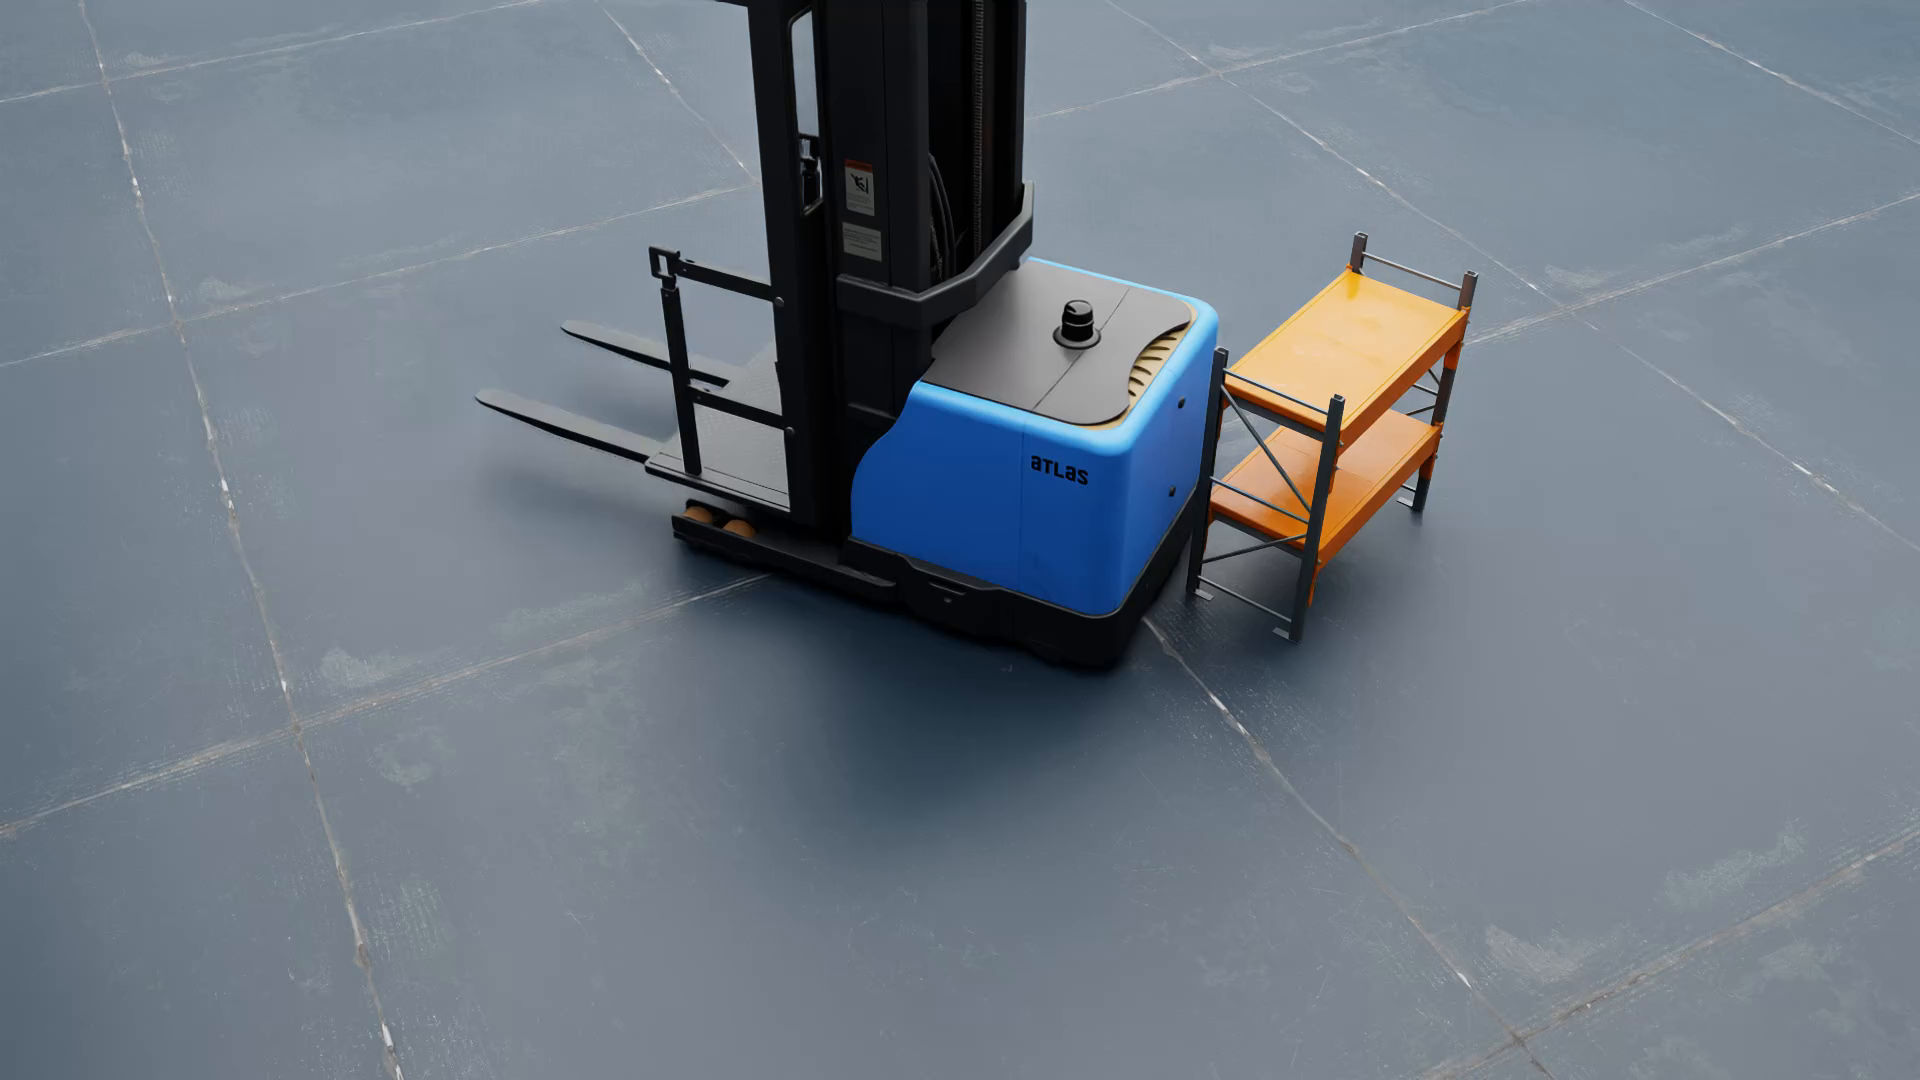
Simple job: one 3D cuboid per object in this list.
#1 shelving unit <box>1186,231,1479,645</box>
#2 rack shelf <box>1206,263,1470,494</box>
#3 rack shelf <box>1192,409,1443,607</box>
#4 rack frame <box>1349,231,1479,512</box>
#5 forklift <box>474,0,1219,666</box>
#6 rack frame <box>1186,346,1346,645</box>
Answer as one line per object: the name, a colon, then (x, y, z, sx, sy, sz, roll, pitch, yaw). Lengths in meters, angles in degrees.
shelving unit: (1.406, -0.398, 6.349, 0.538, 1.125, 1.048, 27, 47, 28)
rack shelf: (1.406, -0.621, 6.160, 0.538, 0.278, 1.000, 27, 47, 28)
rack shelf: (1.406, -0.211, 6.507, 0.538, 0.278, 1.000, 27, 47, 28)
rack frame: (1.723, -0.654, 6.653, 0.500, 1.125, 0.032, 27, 47, 28)
forklift: (-0.584, -1.319, 6.040, 3.031, 2.935, 1.130, 18, 43, 20)
rack frame: (1.089, -0.141, 6.046, 0.500, 1.125, 0.032, 27, 47, 28)
